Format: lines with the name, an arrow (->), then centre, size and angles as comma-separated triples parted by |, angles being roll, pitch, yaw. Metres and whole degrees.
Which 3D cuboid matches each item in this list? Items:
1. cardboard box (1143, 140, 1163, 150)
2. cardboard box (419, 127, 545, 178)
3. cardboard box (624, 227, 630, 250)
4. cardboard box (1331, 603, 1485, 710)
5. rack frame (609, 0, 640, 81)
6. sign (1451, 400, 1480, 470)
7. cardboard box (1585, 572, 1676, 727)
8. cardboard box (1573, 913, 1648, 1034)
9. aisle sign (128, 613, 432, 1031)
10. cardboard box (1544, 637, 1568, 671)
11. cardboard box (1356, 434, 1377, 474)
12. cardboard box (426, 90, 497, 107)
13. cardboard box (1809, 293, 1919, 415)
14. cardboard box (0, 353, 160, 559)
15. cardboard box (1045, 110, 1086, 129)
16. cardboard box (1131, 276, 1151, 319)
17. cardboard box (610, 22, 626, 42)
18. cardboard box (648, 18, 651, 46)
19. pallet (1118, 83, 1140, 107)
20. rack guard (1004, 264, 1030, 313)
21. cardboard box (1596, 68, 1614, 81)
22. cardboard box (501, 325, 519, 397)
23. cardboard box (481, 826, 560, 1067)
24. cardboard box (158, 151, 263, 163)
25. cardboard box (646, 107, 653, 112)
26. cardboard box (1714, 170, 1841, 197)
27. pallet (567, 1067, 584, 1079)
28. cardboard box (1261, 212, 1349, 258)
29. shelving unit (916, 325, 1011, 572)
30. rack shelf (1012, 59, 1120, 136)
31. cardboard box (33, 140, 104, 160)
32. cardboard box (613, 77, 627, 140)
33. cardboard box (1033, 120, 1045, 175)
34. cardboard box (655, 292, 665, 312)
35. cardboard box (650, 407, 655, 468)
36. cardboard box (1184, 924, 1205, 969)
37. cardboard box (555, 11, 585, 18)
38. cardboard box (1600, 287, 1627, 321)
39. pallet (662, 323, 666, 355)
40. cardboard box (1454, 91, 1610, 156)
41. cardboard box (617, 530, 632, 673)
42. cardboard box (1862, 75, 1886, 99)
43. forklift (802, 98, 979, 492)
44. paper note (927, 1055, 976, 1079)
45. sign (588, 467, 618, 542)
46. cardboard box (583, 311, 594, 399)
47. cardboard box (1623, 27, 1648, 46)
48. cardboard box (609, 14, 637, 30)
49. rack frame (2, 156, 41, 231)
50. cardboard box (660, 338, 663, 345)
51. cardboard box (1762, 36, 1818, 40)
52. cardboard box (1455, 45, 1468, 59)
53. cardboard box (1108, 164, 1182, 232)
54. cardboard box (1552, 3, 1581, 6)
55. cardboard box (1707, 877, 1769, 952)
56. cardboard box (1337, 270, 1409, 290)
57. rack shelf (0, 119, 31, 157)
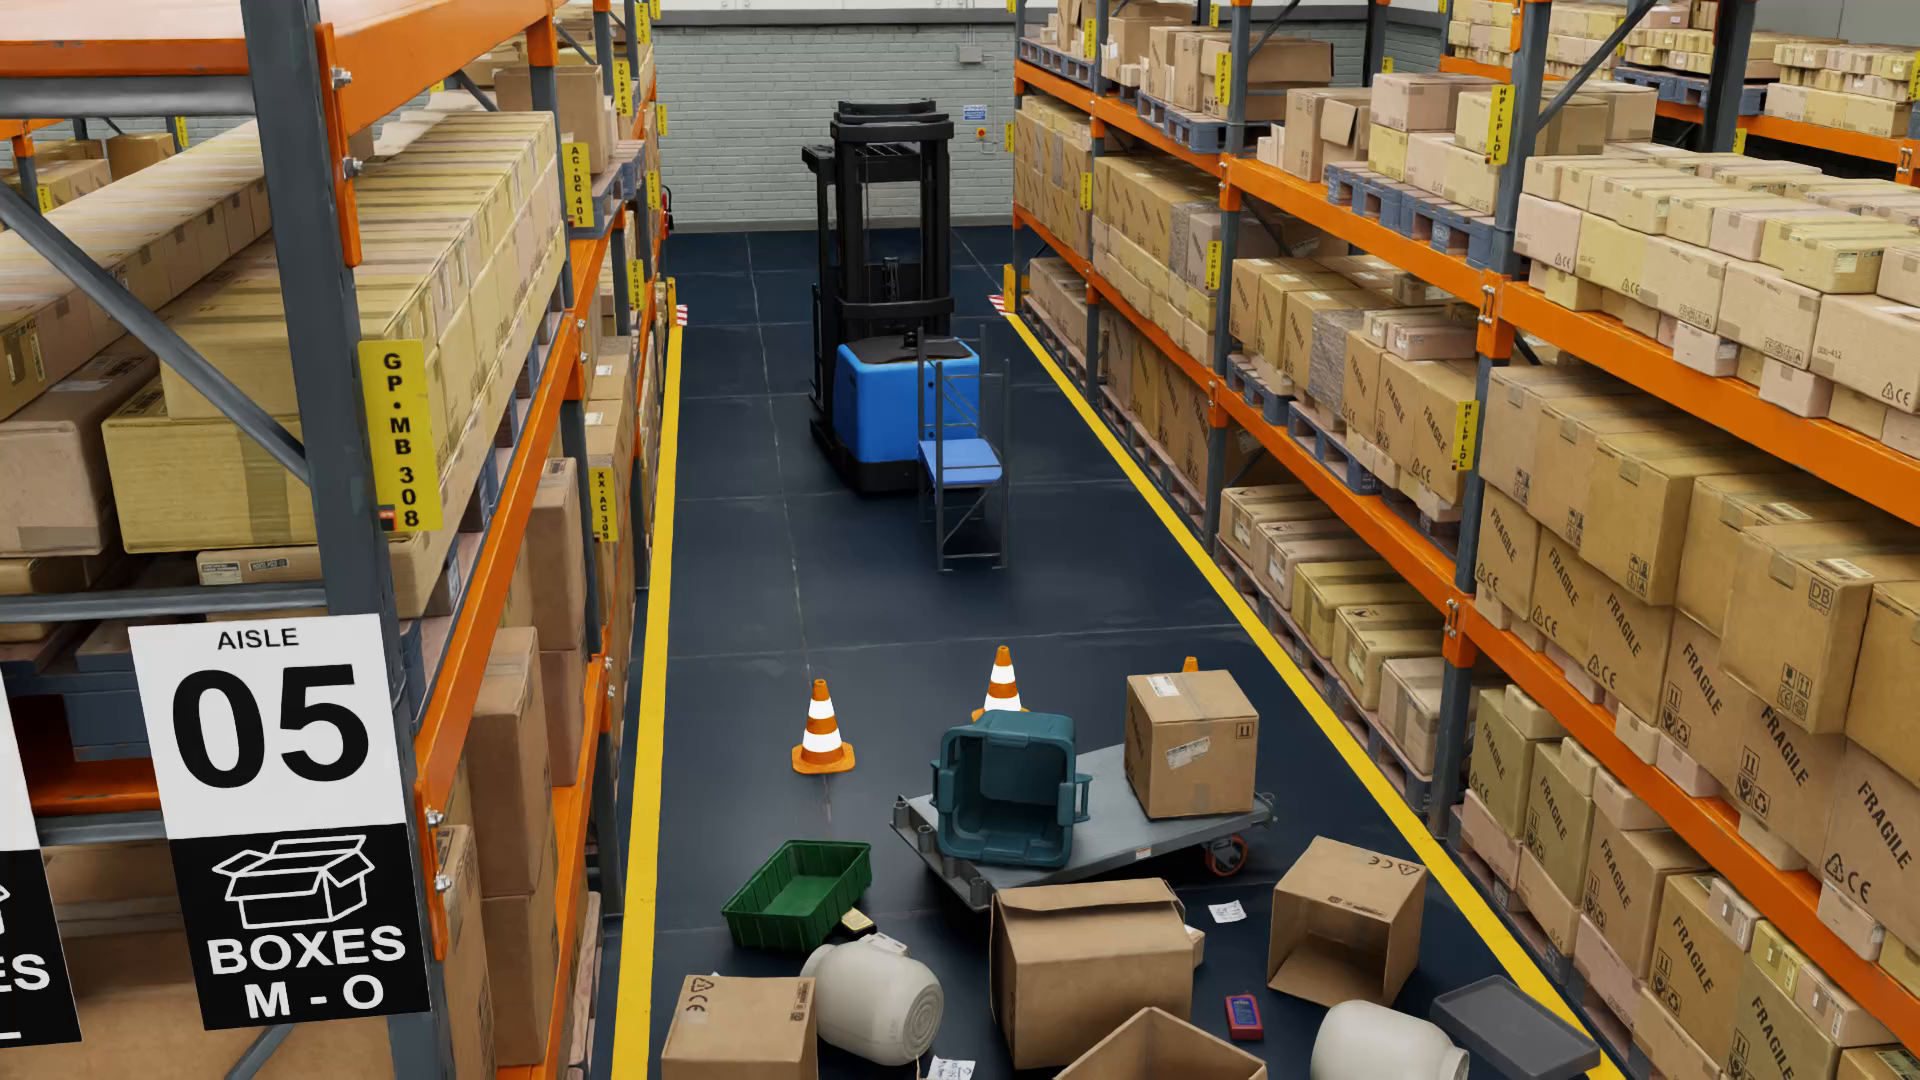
cardboard box -> 1.898, -3.671, 15.260 | 0.380, 0.149, 0.250 | -3, 21, -9
cardboard box -> -1.604, -1.295, 5.585 | 0.380, 0.149, 0.250 | -3, 21, -8
cardboard box -> -2.833, -2.400, 13.264 | 0.380, 0.149, 0.250 | -3, 21, -8
cardboard box -> 2.655, 0.644, 9.360 | 0.950, 0.372, 0.625 | -2, 21, -4
rack frame -> -3.197, -5.256, 13.426 | 1.000, 3.000, 0.127 | -3, 21, -8
sign -> 2.291, -0.473, 7.541 | 0.100, 0.325, 0.005 | -3, 21, -8
cardboard box -> 2.783, 0.367, 6.378 | 0.500, 0.500, 0.500 | -3, 21, -8
cardboard box -> 2.825, 1.717, 6.661 | 0.500, 0.250, 0.500 | -3, 21, -8
aisle sign -> -1.160, 0.501, 2.872 | 0.394, 0.787, 0.004 | -3, 21, -8
cardboard box -> 2.724, 0.458, 7.061 | 0.380, 0.149, 0.250 | -3, 21, -8
cardboard box -> 2.359, -0.471, 8.949 | 0.380, 0.149, 0.250 | -3, 21, -7
cardboard box -> -2.734, -2.406, 9.467 | 0.500, 0.311, 0.500 | -3, 21, -8
cardboard box -> 2.925, -0.567, 4.948 | 0.500, 0.250, 0.500 | -2, 21, -6
cardboard box -> -1.814, -0.164, 3.126 | 0.500, 0.250, 0.500 | -3, 21, -7
cardboard box -> 1.069, -4.258, 16.830 | 0.380, 0.149, 0.250 | -3, 21, -9
cardboard box -> 1.686, -1.963, 13.399 | 0.500, 0.250, 0.500 | -3, 21, -9
cardboard box -> -2.999, -4.314, 14.123 | 0.380, 0.149, 0.250 | -3, 21, -9
cardboard box -> -3.455, -5.253, 17.205 | 0.500, 0.250, 0.500 | -4, 21, -9
pallet -> 1.868, -3.730, 13.903 | 0.805, 0.209, 1.217 | -4, 21, -10
rack guard -> 1.107, -2.952, 19.406 | 1.175, 0.500, 0.348 | -3, 21, -8
cardboard box -> 6.254, -4.379, 15.724 | 0.380, 0.149, 0.250 | -3, 21, -8
cardboard box -> -1.419, -0.481, 4.547 | 0.380, 0.149, 0.250 | -3, 21, -7
cardboard box -> -1.623, 1.124, 4.706 | 0.875, 0.550, 0.550 | -3, 21, -8
cardboard box -> -2.179, -1.084, 5.020 | 0.380, 0.149, 0.250 | -3, 21, -7
cardboard box -> -3.388, -4.163, 17.079 | 0.500, 0.500, 0.500 | -4, 21, -10
cardboard box -> 3.164, -1.342, 6.453 | 0.380, 0.149, 0.250 | -2, 21, -6
pallet -> -1.832, 2.322, 5.699 | 1.003, 0.211, 1.213 | -3, 21, -8
cardboard box -> 2.434, -2.043, 11.828 | 0.500, 0.500, 0.500 | -4, 21, -10
shelving unit -> 0.012, -0.673, 11.875 | 0.538, 1.500, 1.048 | -3, 21, -8
rack shelf -> 1.399, -4.491, 16.693 | 1.077, 0.370, 4.000 | -3, 21, -8
cardboard box -> -8.822, -3.682, 16.506 | 0.500, 0.500, 0.500 | -3, 21, -9
cardboard box -> -2.439, -2.723, 10.791 | 0.500, 0.500, 0.500 | -3, 21, -8
cardboard box -> 1.061, -4.093, 17.316 | 0.500, 0.500, 0.500 | -3, 21, -8
cardboard box -> -3.236, -2.443, 17.095 | 0.380, 0.149, 0.250 | -2, 21, -6
cardboard box -> -2.698, -0.872, 13.236 | 0.500, 0.500, 0.500 | -3, 21, -9
cardboard box -> 0.834, 1.711, 7.255 | 0.396, 0.266, 0.258 | 17, 27, 39
cardboard box -> -3.757, -4.923, 15.753 | 0.380, 0.149, 0.250 | -2, 21, -6
cardboard box -> 2.770, -0.954, 6.554 | 0.380, 0.149, 0.250 | -3, 21, -8
pallet -> -3.680, -2.214, 17.844 | 1.003, 0.211, 1.213 | -3, 21, -8
cardboard box -> 2.630, -1.920, 7.683 | 0.500, 0.250, 0.500 | -2, 21, -7
cardboard box -> -2.492, 0.315, 9.701 | 1.050, 0.750, 0.750 | -3, 21, -7
cardboard box -> 6.867, -3.320, 12.174 | 0.380, 0.149, 0.250 | -3, 21, -9
forklift -> -0.688, -2.231, 14.000 | 1.130, 2.935, 3.031 | -6, 21, -15
paper note -> -0.037, 2.097, 6.569 | 0.172, 0.023, 0.155 | 4, 21, 11
sign -> -1.495, -0.147, 6.971 | 0.100, 0.325, 0.005 | -3, 21, -8
cardboard box -> -2.415, -1.067, 9.214 | 0.700, 0.500, 0.500 | -3, 21, -9
cardboard box -> 6.207, -4.526, 14.952 | 0.380, 0.149, 0.250 | -2, 21, -6
cardboard box -> -3.141, -4.772, 15.347 | 0.380, 0.149, 0.250 | -2, 21, -5
rack frame -> -8.120, -2.230, 13.900 | 1.000, 3.000, 0.127 | -3, 21, -8
cardboard box -> -3.234, -2.074, 16.957 | 0.380, 0.149, 0.250 | -3, 21, -7
cardboard box -> 6.892, -4.104, 13.821 | 0.380, 0.149, 0.250 | -3, 21, -7
cardboard box -> 5.837, -5.532, 18.812 | 0.380, 0.149, 0.250 | -2, 21, -7
cardboard box -> 1.567, -2.904, 14.131 | 0.500, 0.500, 0.500 | -3, 21, -8
cardboard box -> 6.061, -5.382, 17.127 | 0.500, 0.250, 0.500 | -2, 21, -6
cardboard box -> 2.854, 1.295, 5.794 | 0.380, 0.149, 0.250 | -2, 21, -5
cardboard box -> 2.689, -1.406, 10.525 | 0.500, 0.500, 0.500 | -3, 21, -9
rack shelf -> -7.831, -2.606, 11.647 | 1.077, 0.370, 4.000 | -3, 21, -8
